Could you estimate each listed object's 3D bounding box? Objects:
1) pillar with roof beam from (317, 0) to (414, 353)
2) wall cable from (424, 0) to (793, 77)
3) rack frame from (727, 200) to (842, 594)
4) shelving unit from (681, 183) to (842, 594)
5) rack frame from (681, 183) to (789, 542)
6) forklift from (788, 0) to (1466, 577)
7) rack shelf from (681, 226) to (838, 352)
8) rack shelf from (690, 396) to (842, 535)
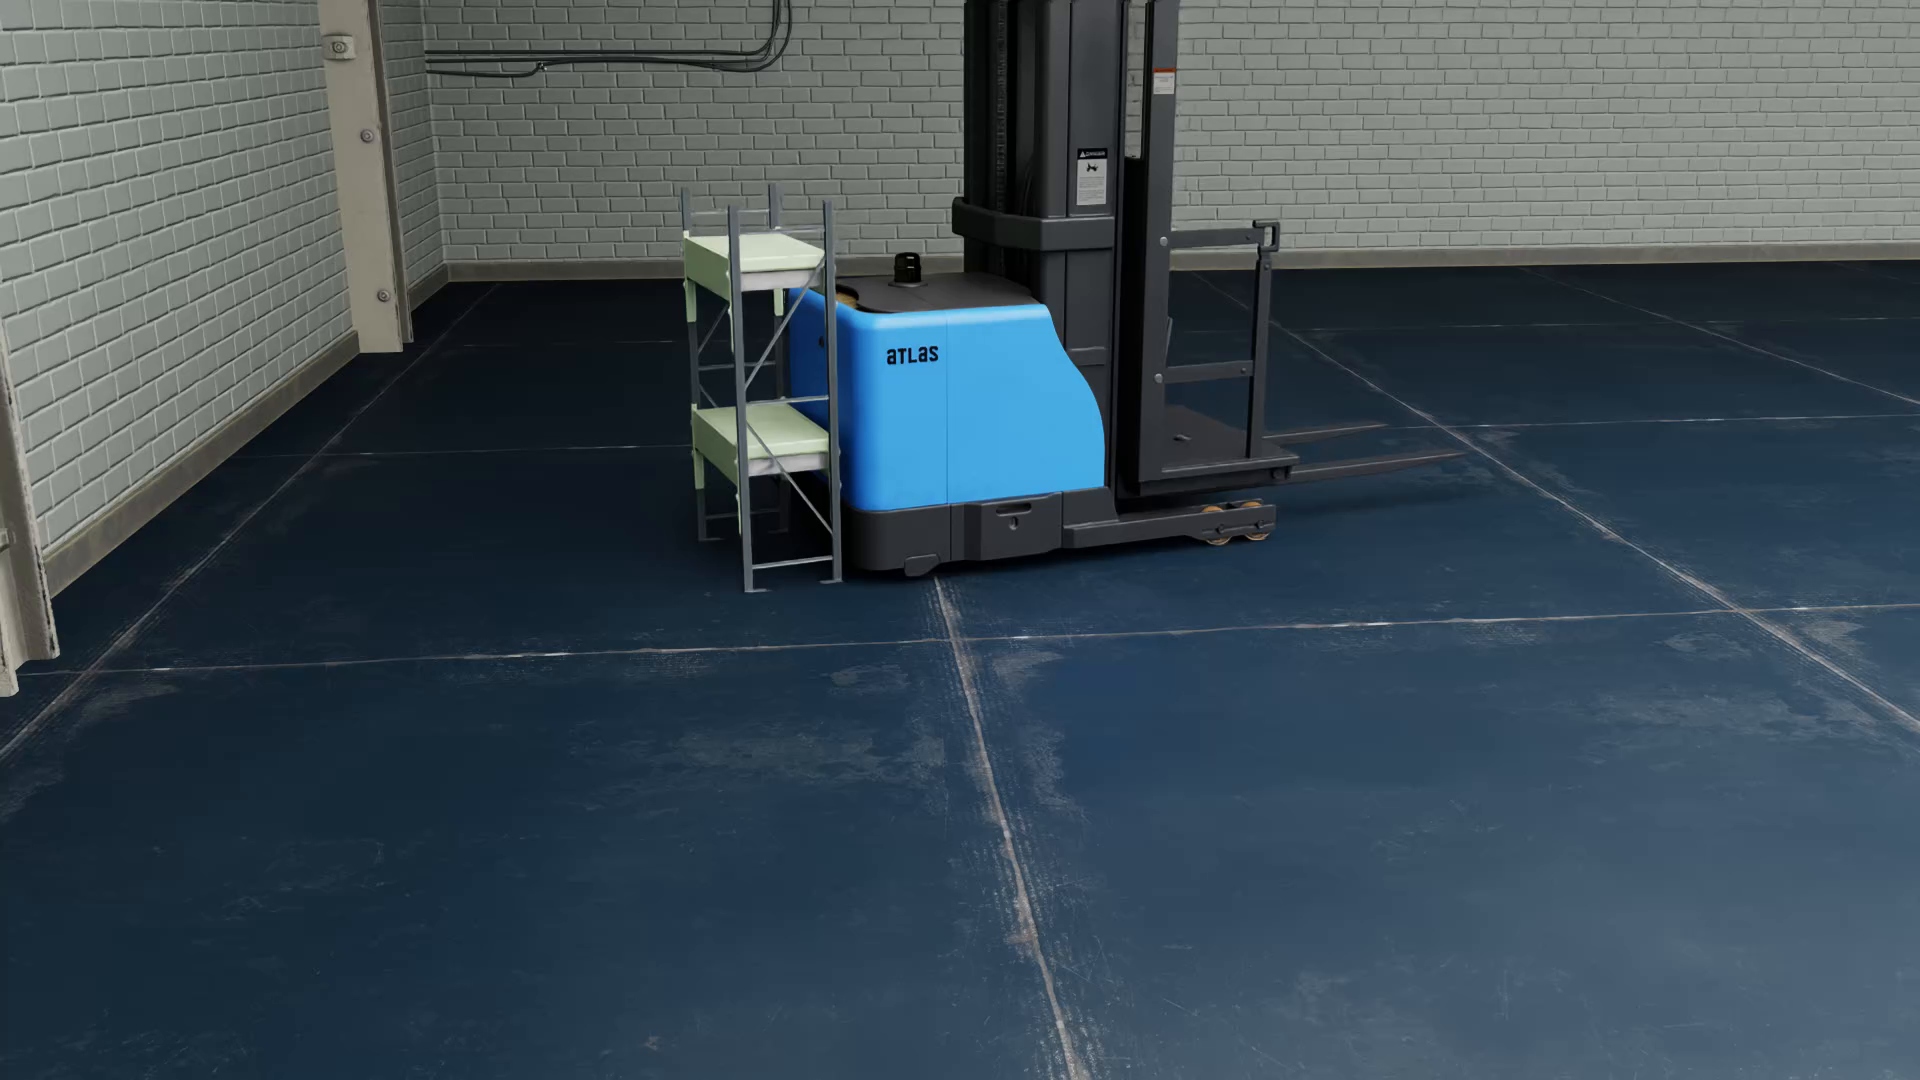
[{"bbox_3d":[0.340,-5.750,10.467,9.100,9.000,0.400,-2,18,-6],"label":"pillar with roof beam"},{"bbox_3d":[-2.931,-5.054,13.435,3.097,2.526,0.112,-2,18,-6],"label":"wall cable"},{"bbox_3d":[-0.660,-0.528,6.356,0.400,1.500,0.023,-7,19,-21],"label":"rack frame"},{"bbox_3d":[-0.800,-0.630,6.679,0.431,1.500,0.755,-7,19,-21],"label":"shelving unit"},{"bbox_3d":[-0.940,-0.731,7.002,0.400,1.500,0.023,-7,19,-21],"label":"rack frame"},{"bbox_3d":[0.822,-1.513,7.102,3.031,2.935,1.130,-7,19,-21],"label":"forklift"},{"bbox_3d":[-0.800,-1.002,6.562,0.431,0.370,0.720,-7,19,-21],"label":"rack shelf"},{"bbox_3d":[-0.800,-0.319,6.776,0.431,0.370,0.720,-7,19,-21],"label":"rack shelf"}]
